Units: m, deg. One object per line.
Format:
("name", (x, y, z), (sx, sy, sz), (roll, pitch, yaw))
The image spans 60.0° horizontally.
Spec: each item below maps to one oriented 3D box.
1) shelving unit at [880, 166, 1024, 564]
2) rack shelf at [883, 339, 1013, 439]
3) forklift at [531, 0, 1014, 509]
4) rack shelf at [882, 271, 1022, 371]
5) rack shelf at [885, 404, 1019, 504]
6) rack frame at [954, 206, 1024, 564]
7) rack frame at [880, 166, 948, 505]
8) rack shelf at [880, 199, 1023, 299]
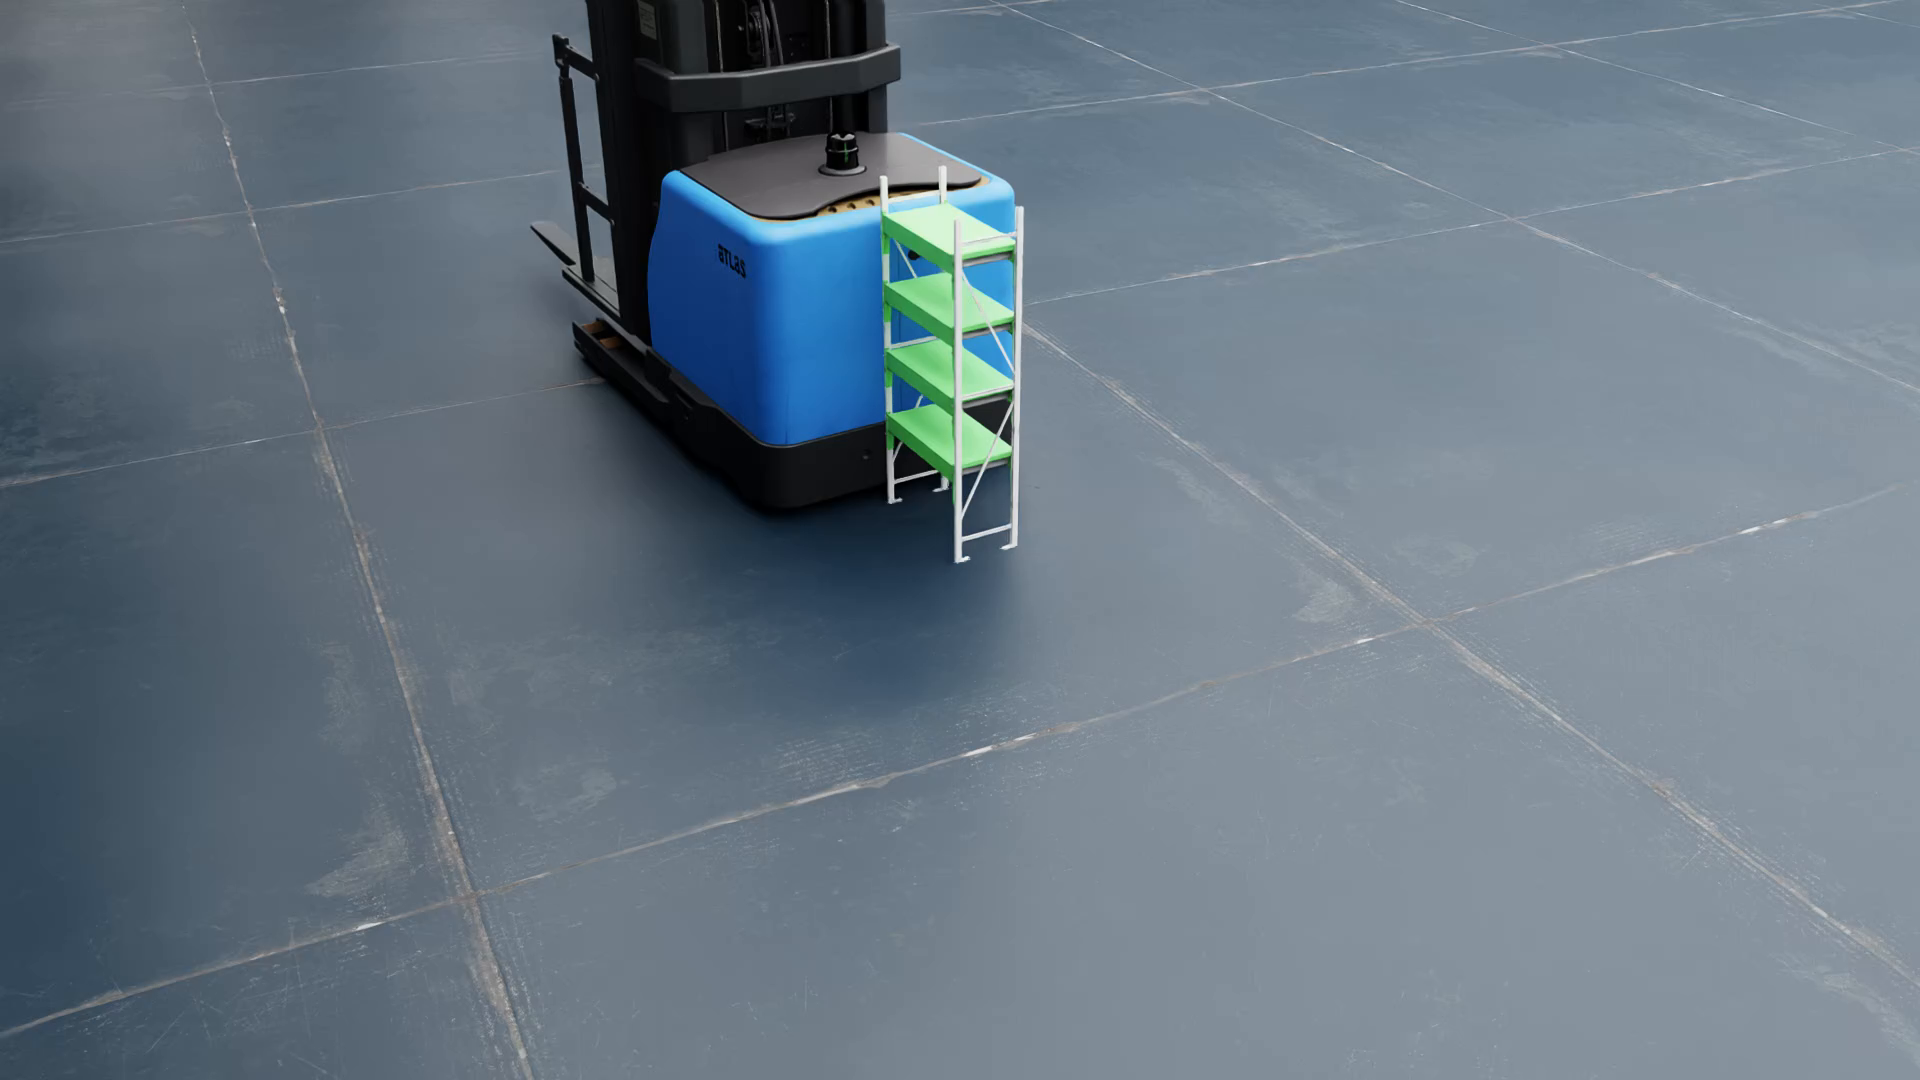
("shelving unit", (-0.033, -0.578, 5.555), (0.258, 1.200, 0.503), (-16, 33, -26))
("rack shelf", (-0.033, -0.523, 5.586), (0.258, 0.148, 0.480), (-16, 33, -26))
("forklift", (-0.993, -2.069, 6.443), (1.130, 2.935, 3.031), (-17, 33, -27))
("rack shelf", (-0.033, -0.732, 5.469), (0.258, 0.148, 0.480), (-16, 33, -26))
("rack shelf", (-0.033, -0.313, 5.703), (0.258, 0.148, 0.480), (-16, 33, -26))
("rack frame", (0.088, -0.475, 5.370), (0.240, 1.200, 0.015), (-16, 33, -26))
("rack frame", (-0.153, -0.682, 5.740), (0.240, 1.200, 0.015), (-16, 33, -26))
("rack shelf", (-0.033, -0.941, 5.351), (0.258, 0.148, 0.480), (-16, 33, -26))
